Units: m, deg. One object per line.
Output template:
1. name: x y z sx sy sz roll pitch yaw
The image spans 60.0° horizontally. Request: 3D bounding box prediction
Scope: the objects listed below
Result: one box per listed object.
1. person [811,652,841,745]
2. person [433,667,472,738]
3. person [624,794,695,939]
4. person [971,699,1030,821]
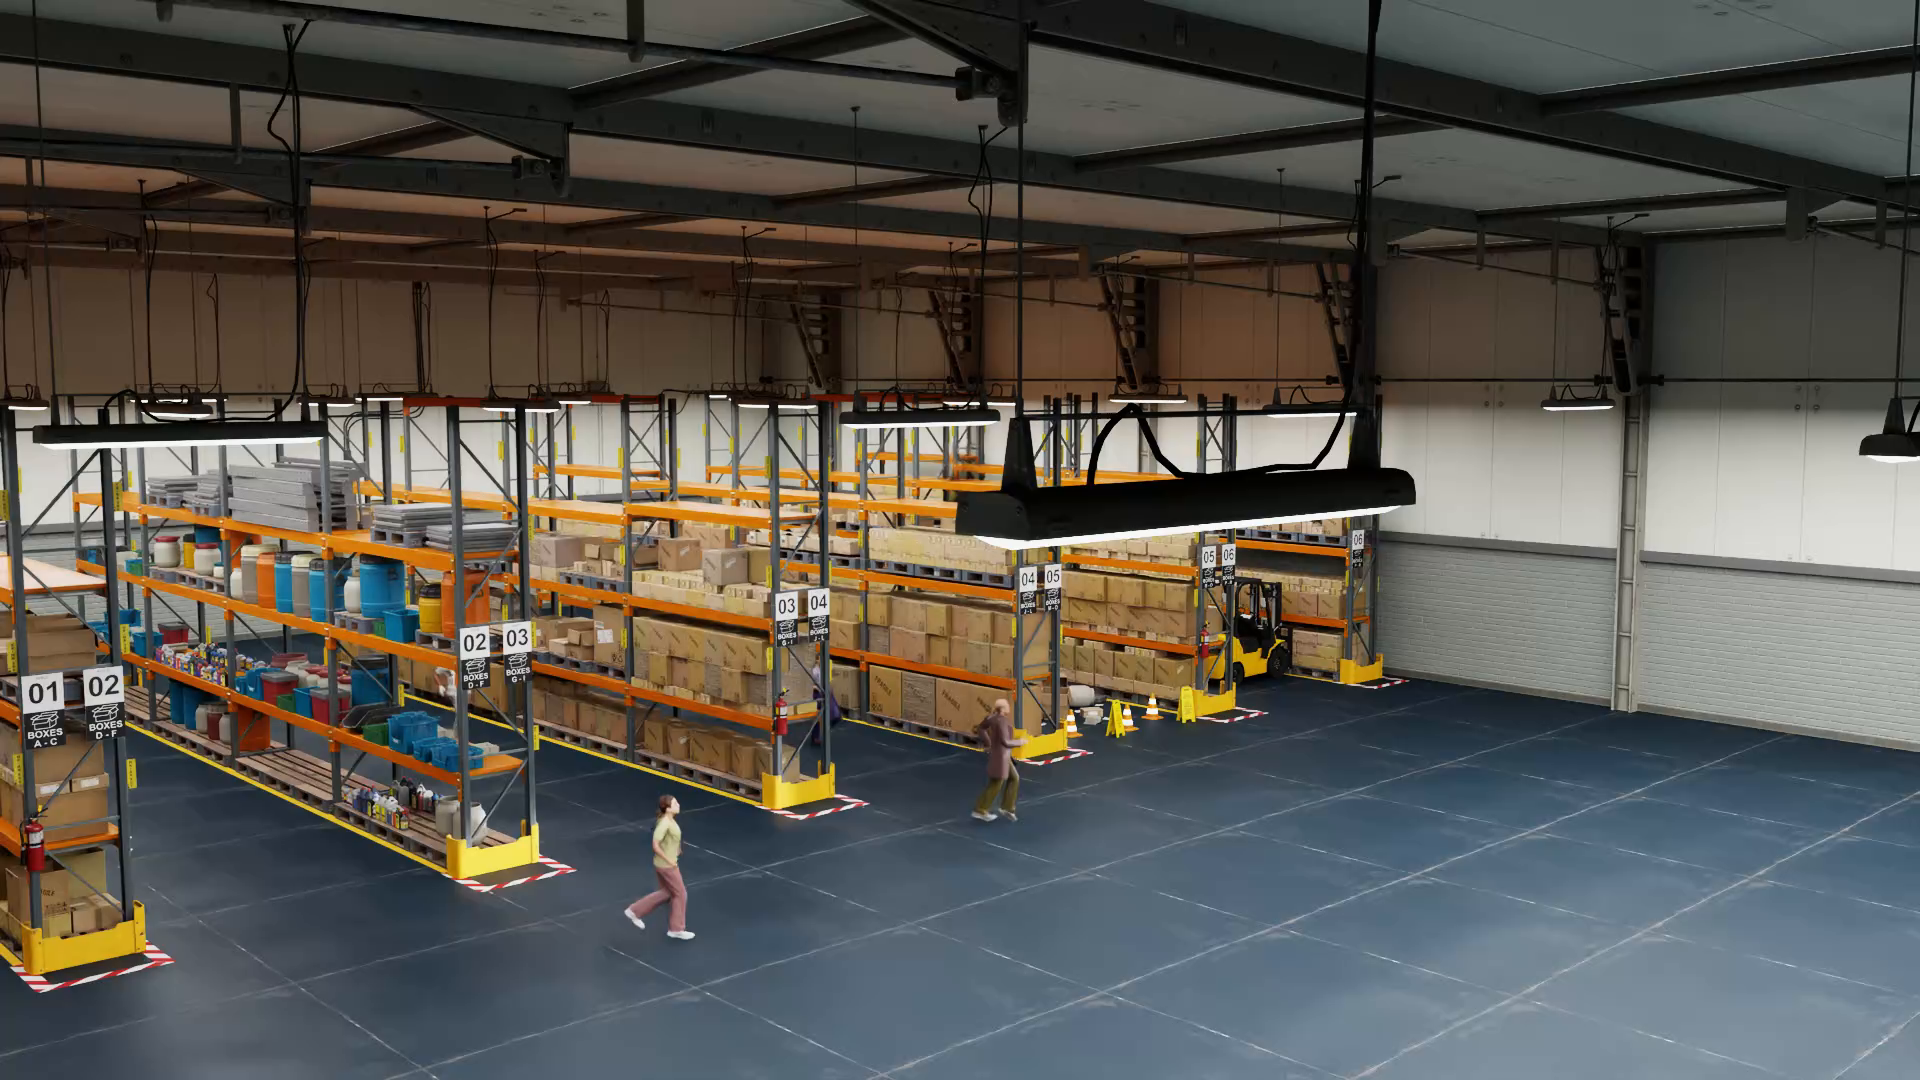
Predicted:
1. person: -2.328 2.748 28.724 0.576 1.618 0.591 4 7 37
2. person: -8.589 2.686 28.585 0.725 1.805 0.656 4 7 34
3. person: -3.410 3.694 18.796 0.784 1.675 0.577 -1 6 -12
4. person: 0.571 3.177 23.684 0.843 1.852 0.690 0 6 -5
